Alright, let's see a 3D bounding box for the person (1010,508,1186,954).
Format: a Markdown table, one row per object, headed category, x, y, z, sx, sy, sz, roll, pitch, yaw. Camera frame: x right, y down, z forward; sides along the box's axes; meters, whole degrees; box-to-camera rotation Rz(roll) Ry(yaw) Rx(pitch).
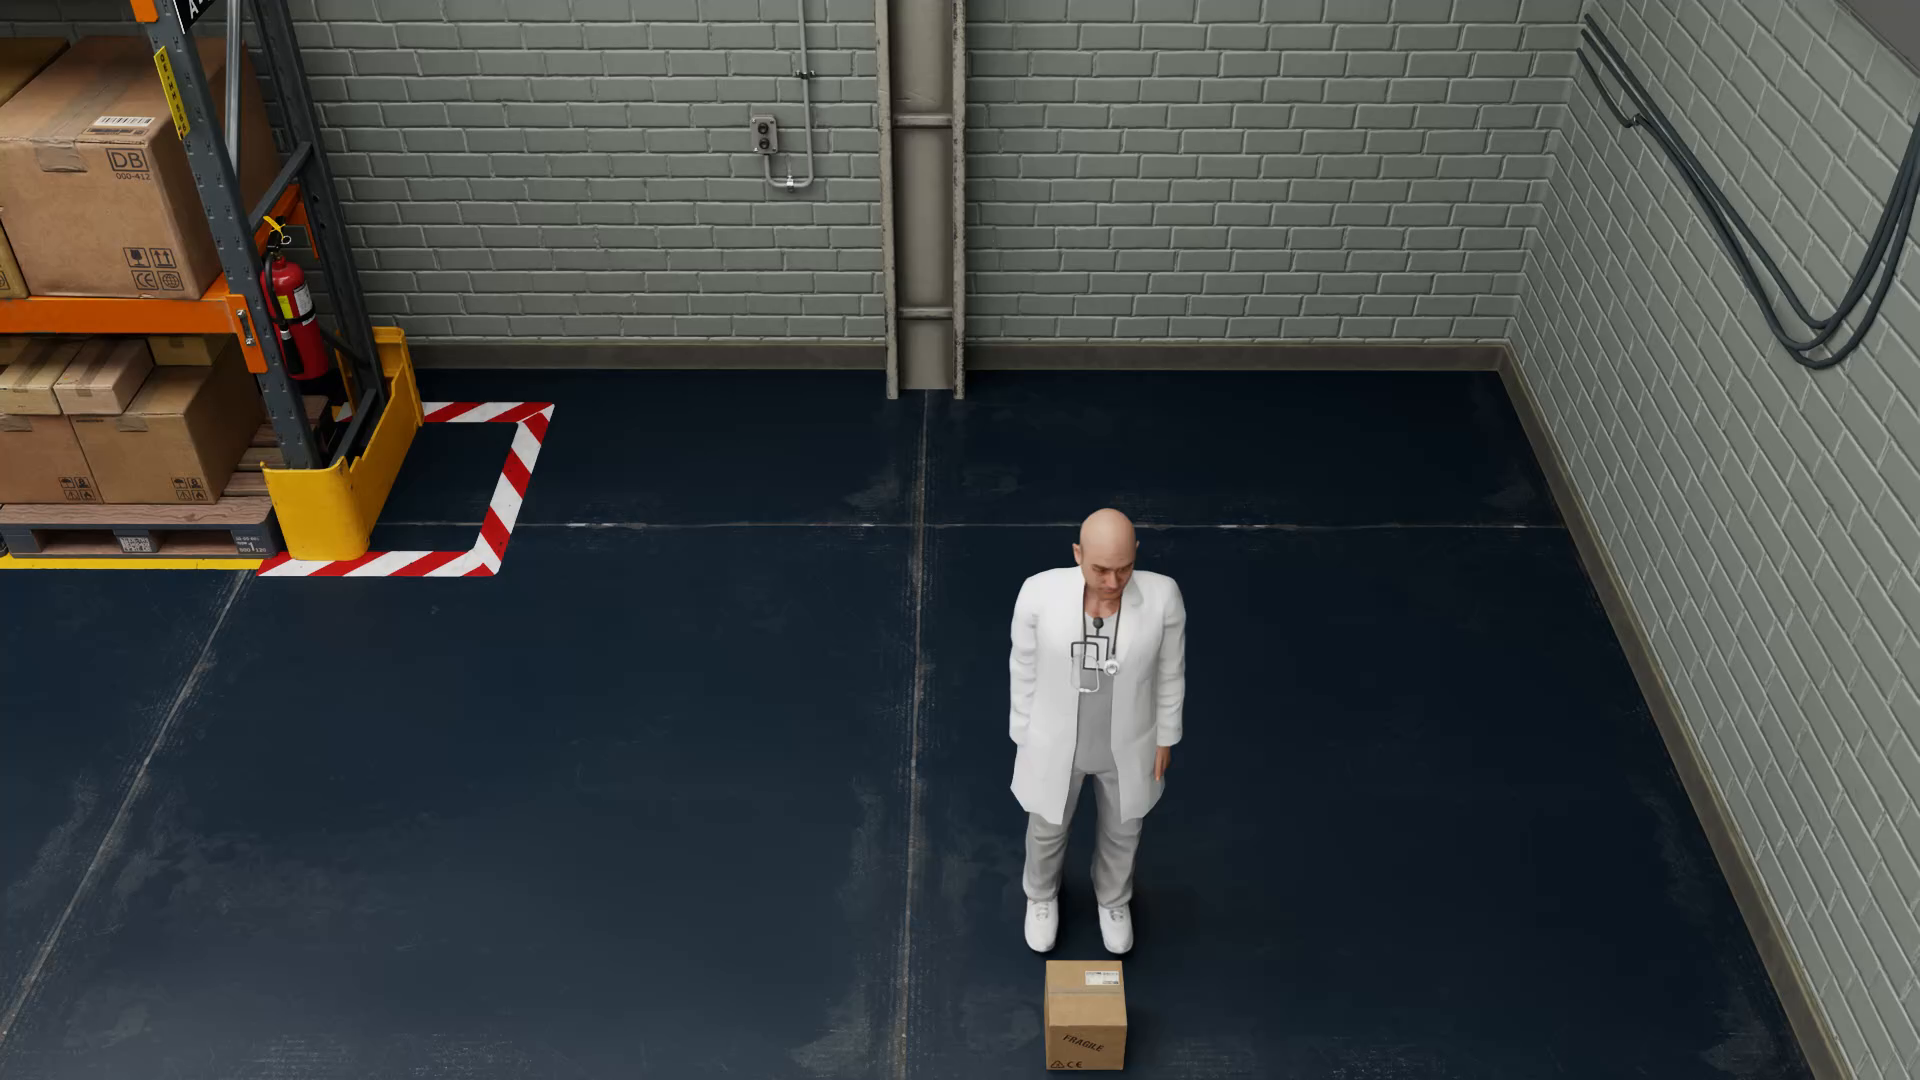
| category | x | y | z | sx | sy | sz | roll | pitch | yaw |
| --- | --- | --- | --- | --- | --- | --- | --- | --- | --- |
| person | 0.436 | 0.649 | 5.368 | 0.562 | 1.777 | 0.379 | 1 | 39 | 1 |
